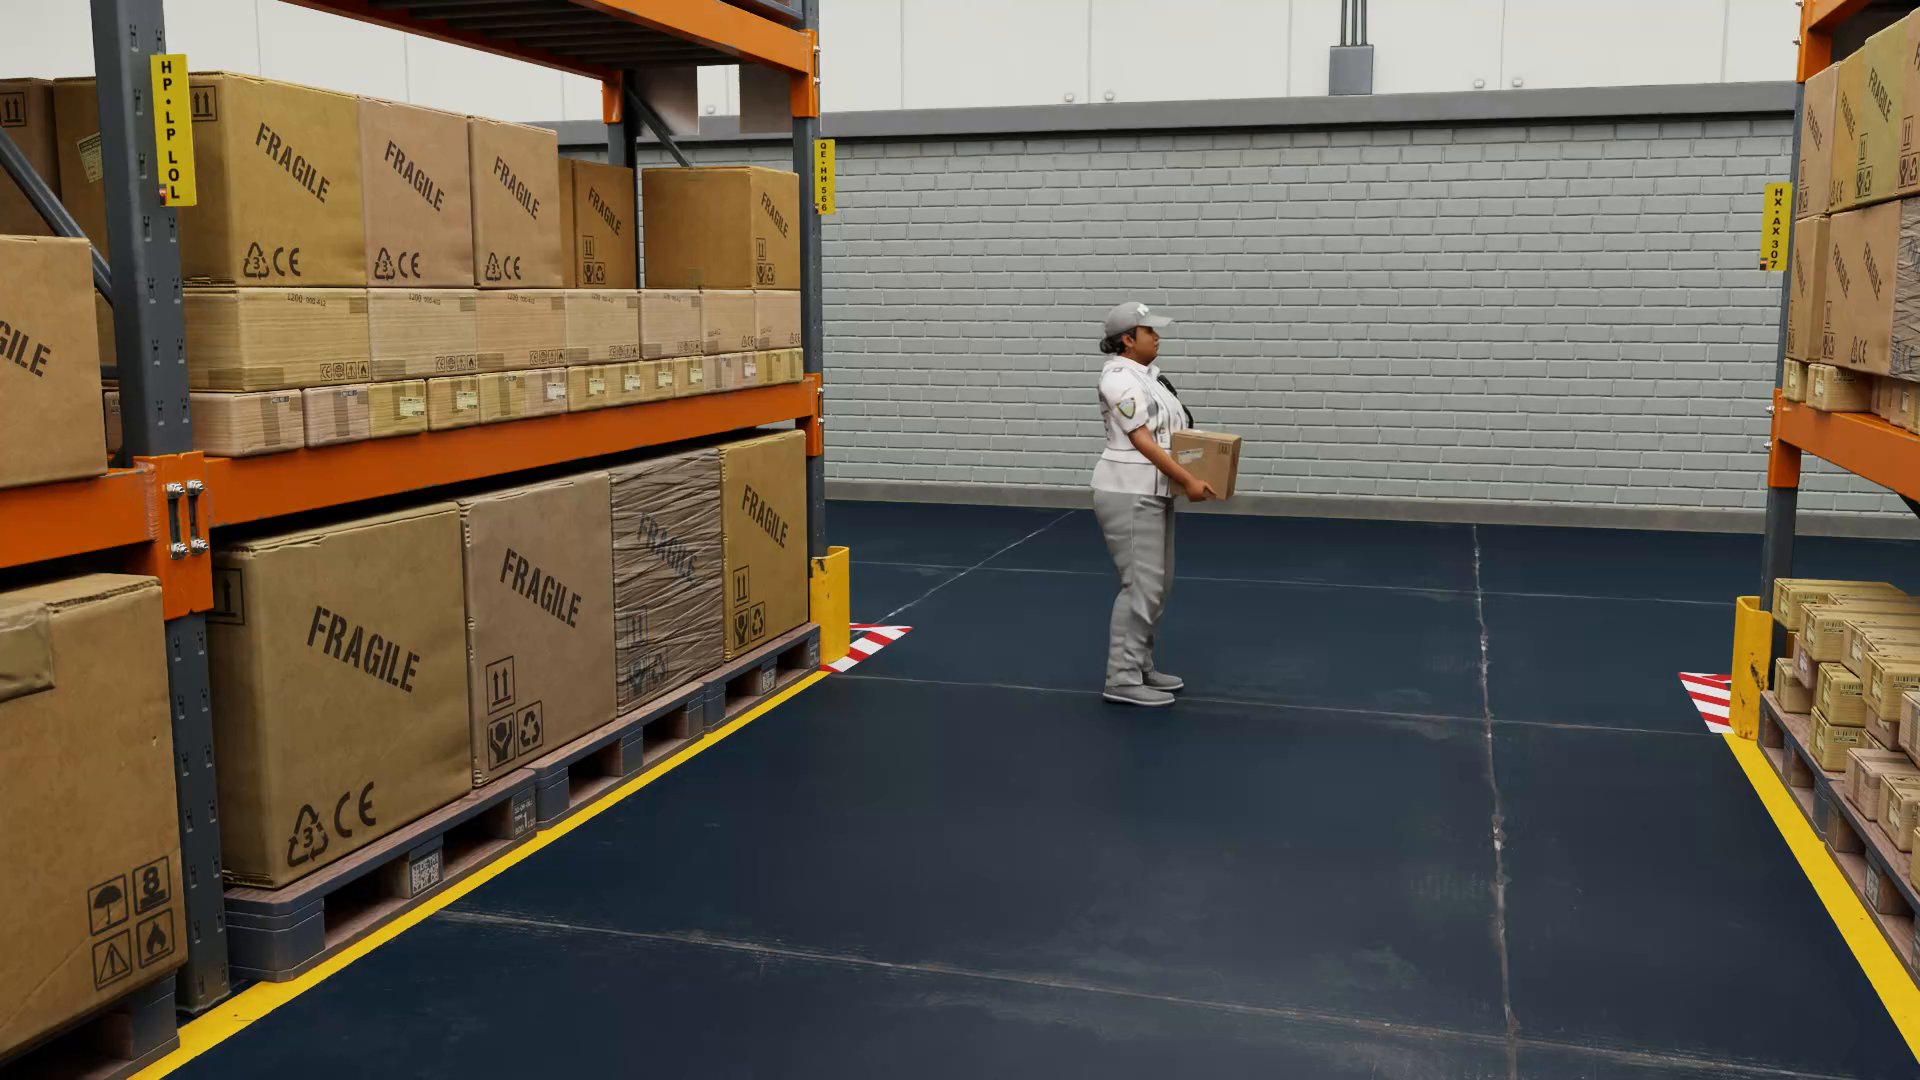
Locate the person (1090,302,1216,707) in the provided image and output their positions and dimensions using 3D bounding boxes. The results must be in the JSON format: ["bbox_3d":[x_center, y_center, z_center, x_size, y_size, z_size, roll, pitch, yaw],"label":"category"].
[{"bbox_3d":[0.819,-0.157,6.925,0.535,1.654,0.452,3,9,17],"label":"person"}]
